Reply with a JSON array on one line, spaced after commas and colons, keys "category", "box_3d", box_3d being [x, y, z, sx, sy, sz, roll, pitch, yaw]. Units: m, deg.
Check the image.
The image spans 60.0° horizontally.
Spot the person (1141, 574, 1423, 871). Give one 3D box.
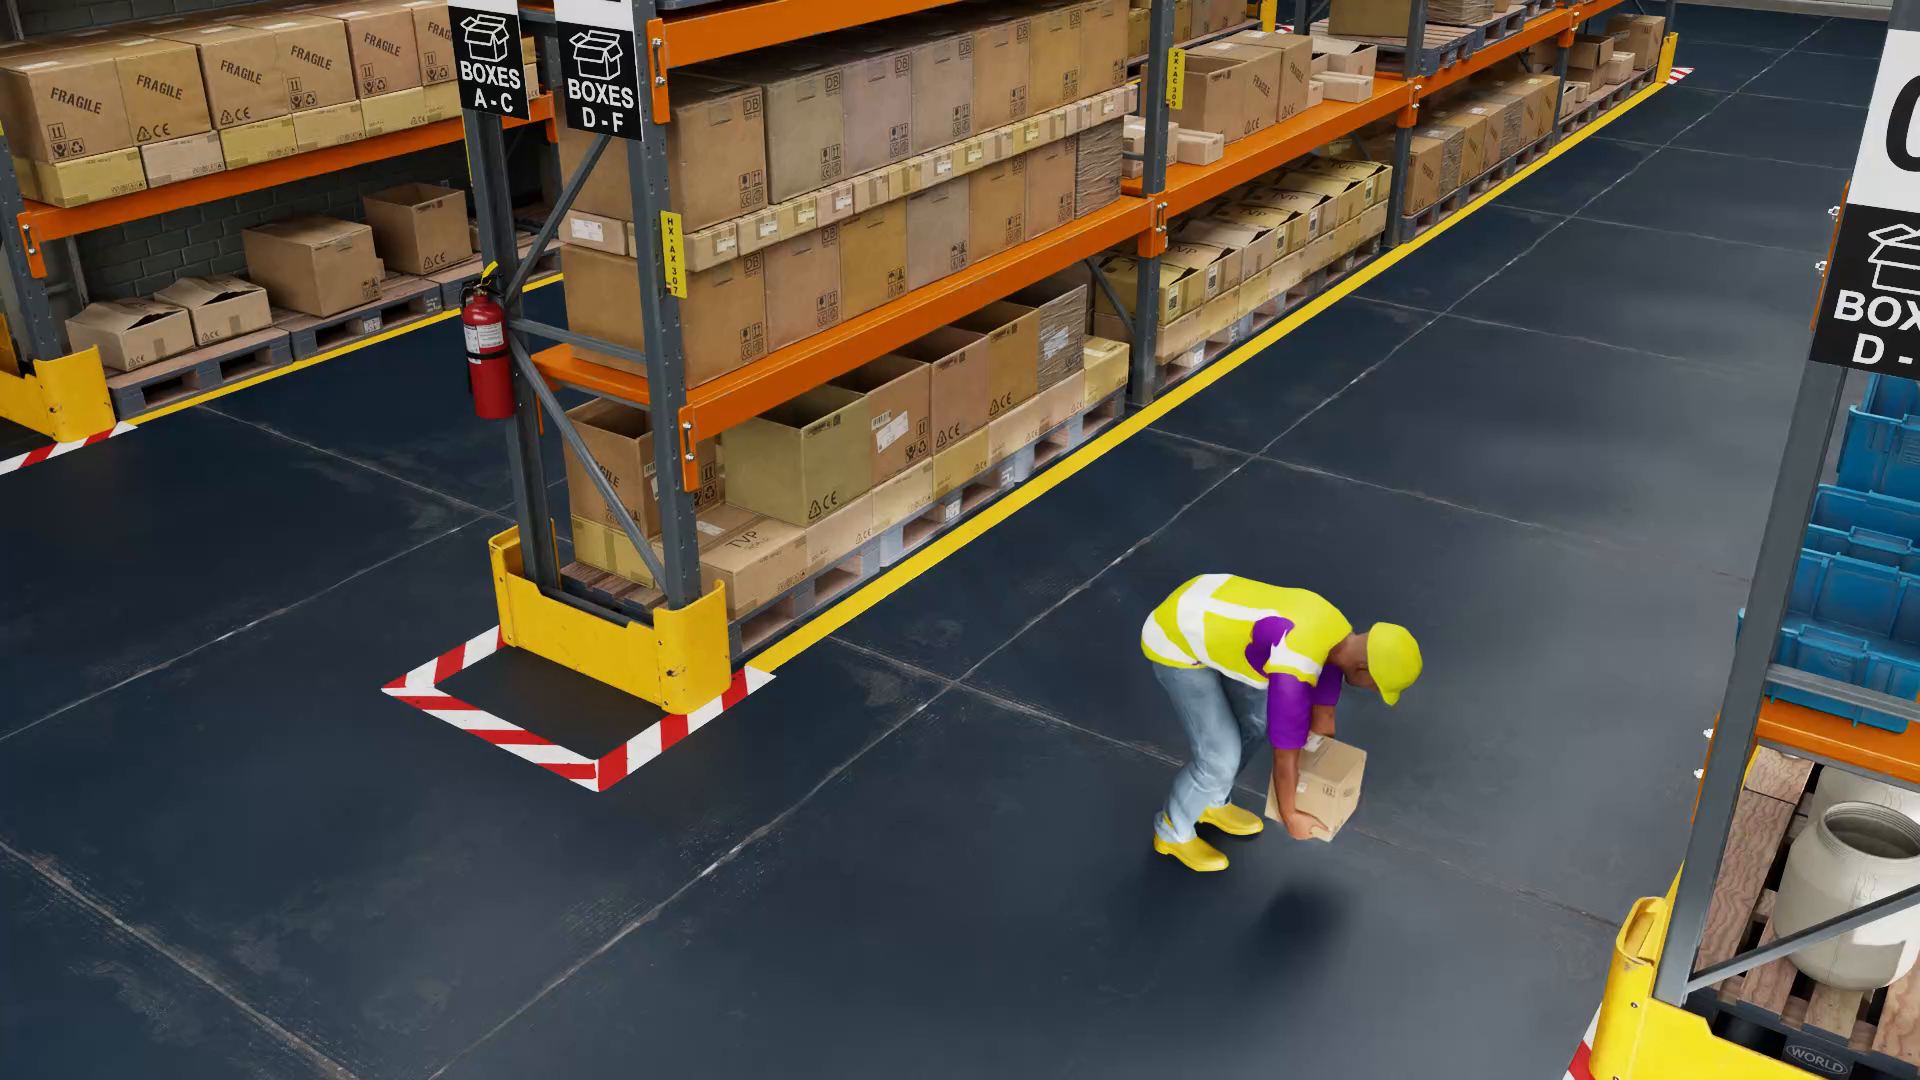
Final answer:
[{"category": "person", "box_3d": [1.121, 0.683, 5.950, 0.979, 1.119, 0.477, 16, 31, 29]}]
